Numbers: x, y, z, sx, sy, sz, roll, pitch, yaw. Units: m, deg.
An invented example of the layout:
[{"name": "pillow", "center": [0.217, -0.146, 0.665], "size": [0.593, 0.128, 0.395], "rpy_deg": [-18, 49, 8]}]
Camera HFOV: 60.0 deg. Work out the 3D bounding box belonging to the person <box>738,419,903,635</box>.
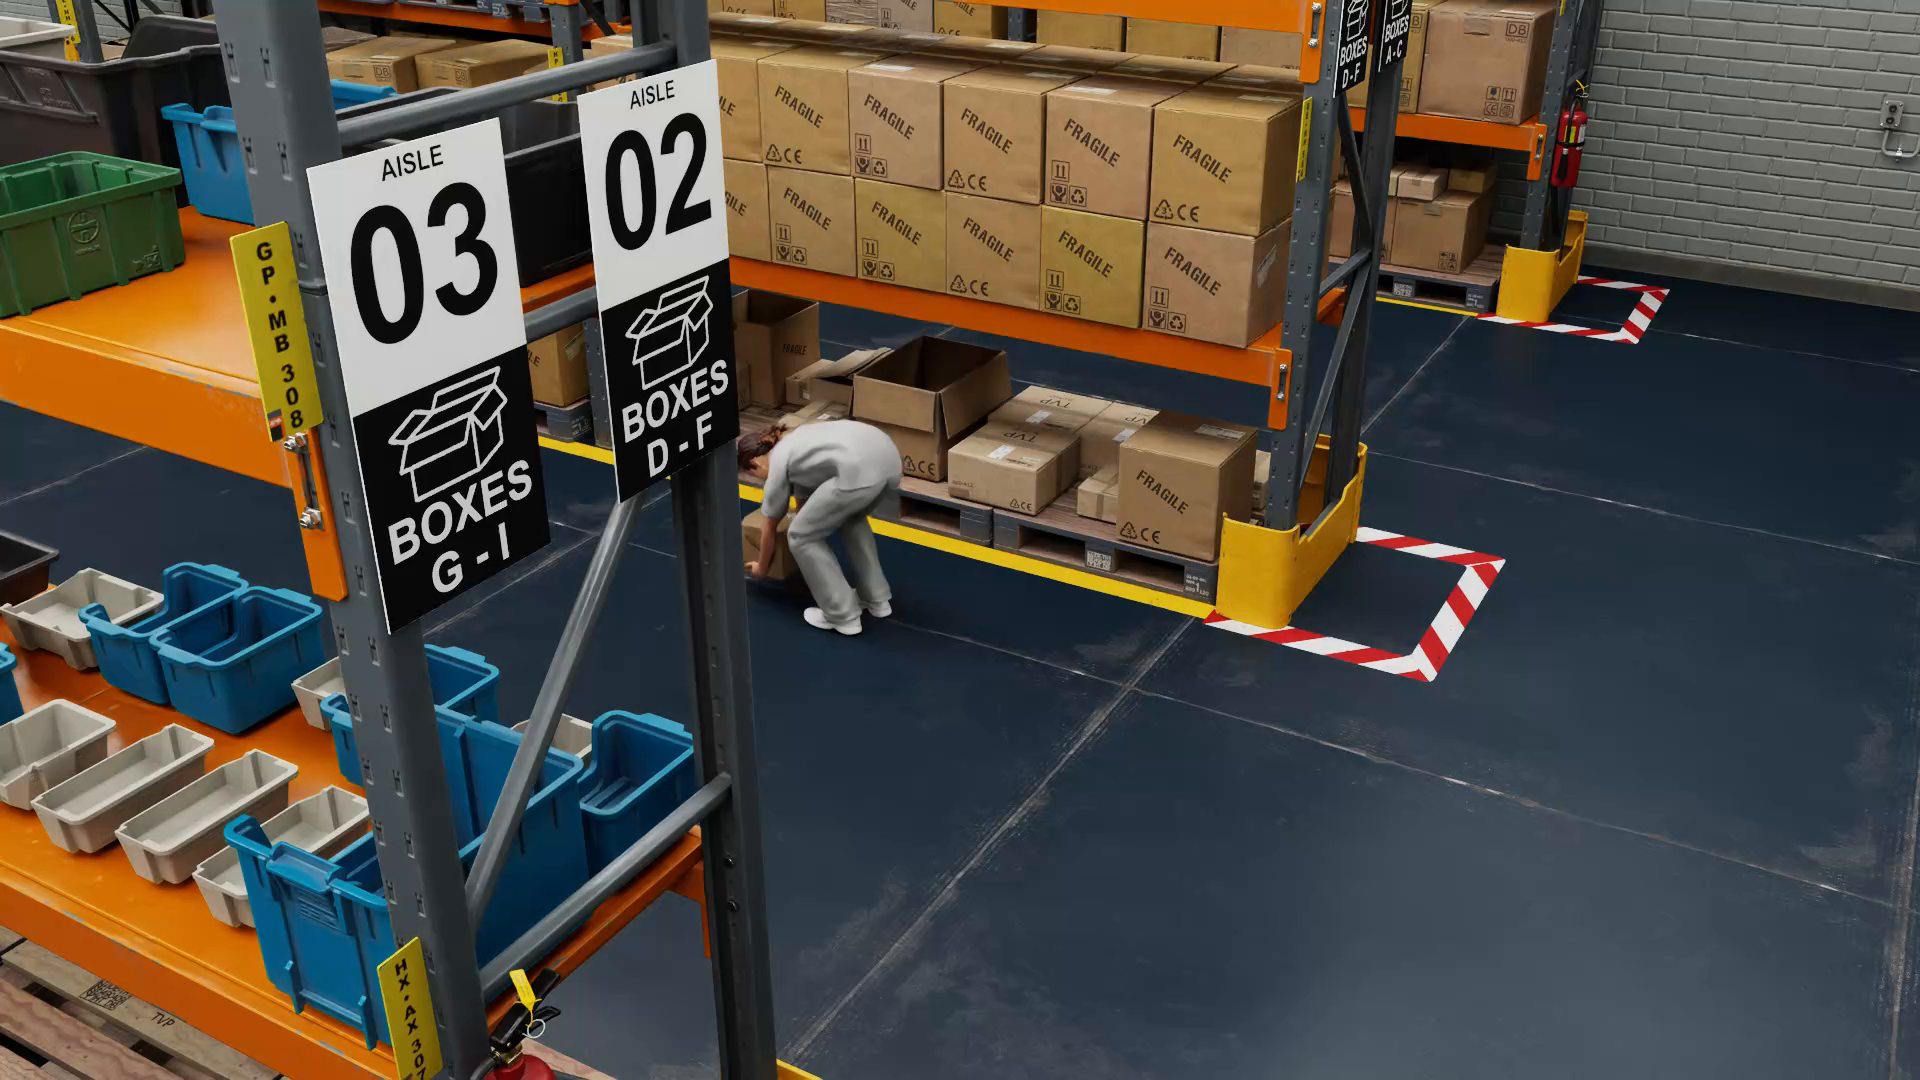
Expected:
[{"name": "person", "center": [-0.658, -0.114, 7.638], "size": [0.858, 0.962, 0.458], "rpy_deg": [17, 31, 30]}]
